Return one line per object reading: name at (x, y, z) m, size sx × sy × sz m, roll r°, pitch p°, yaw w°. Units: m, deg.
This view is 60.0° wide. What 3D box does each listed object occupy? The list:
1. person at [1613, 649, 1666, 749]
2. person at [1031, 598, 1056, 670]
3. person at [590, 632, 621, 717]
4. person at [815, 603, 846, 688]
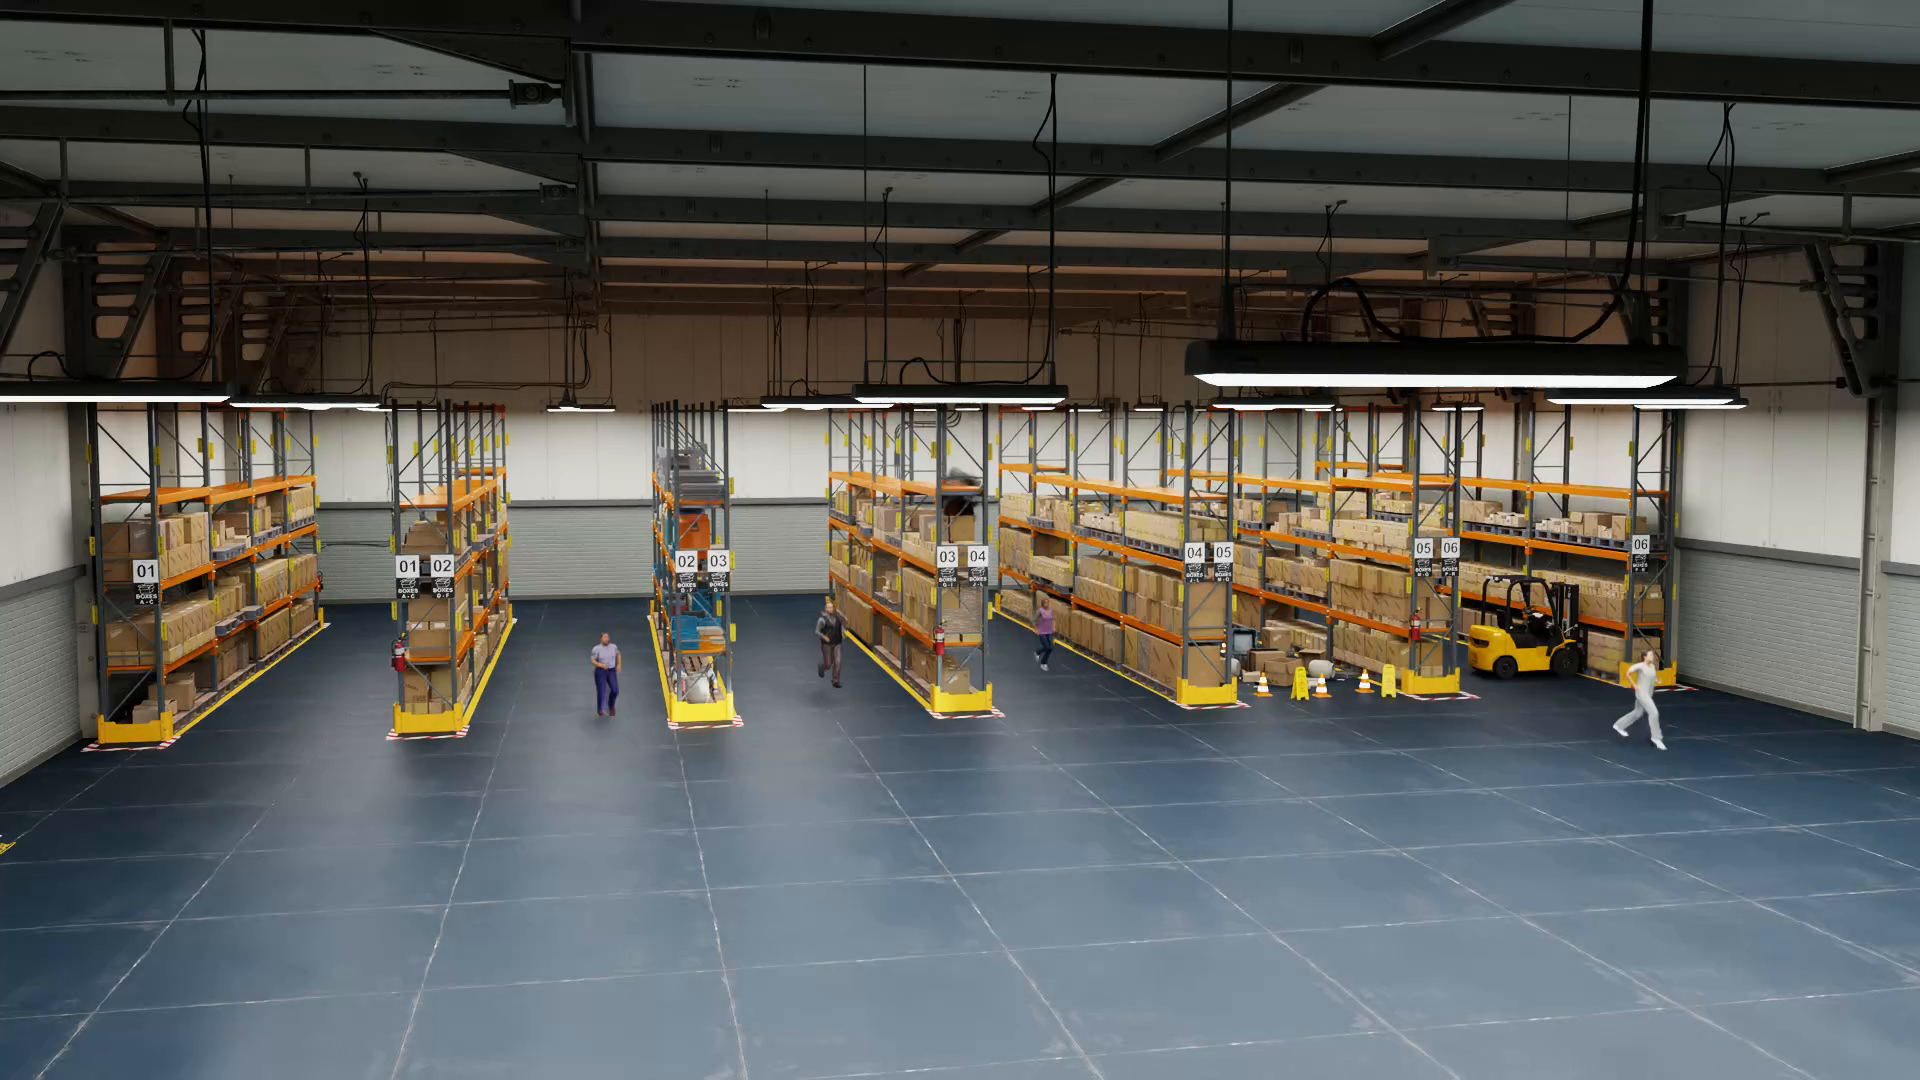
person at (11.847, 2.722, 28.892) m, size 0.534 × 1.713 × 1.010 m, roll -4°, pitch 6°, yaw -44°
person at (1.838, 2.032, 35.988) m, size 0.547 × 1.565 × 0.541 m, roll -2°, pitch 5°, yaw -27°
person at (-6.660, 2.553, 31.402) m, size 0.634 × 1.653 × 0.646 m, roll -2°, pitch 5°, yaw -29°
person at (-2.597, 2.129, 33.692) m, size 0.677 × 1.691 × 0.896 m, roll -2°, pitch 5°, yaw -26°
